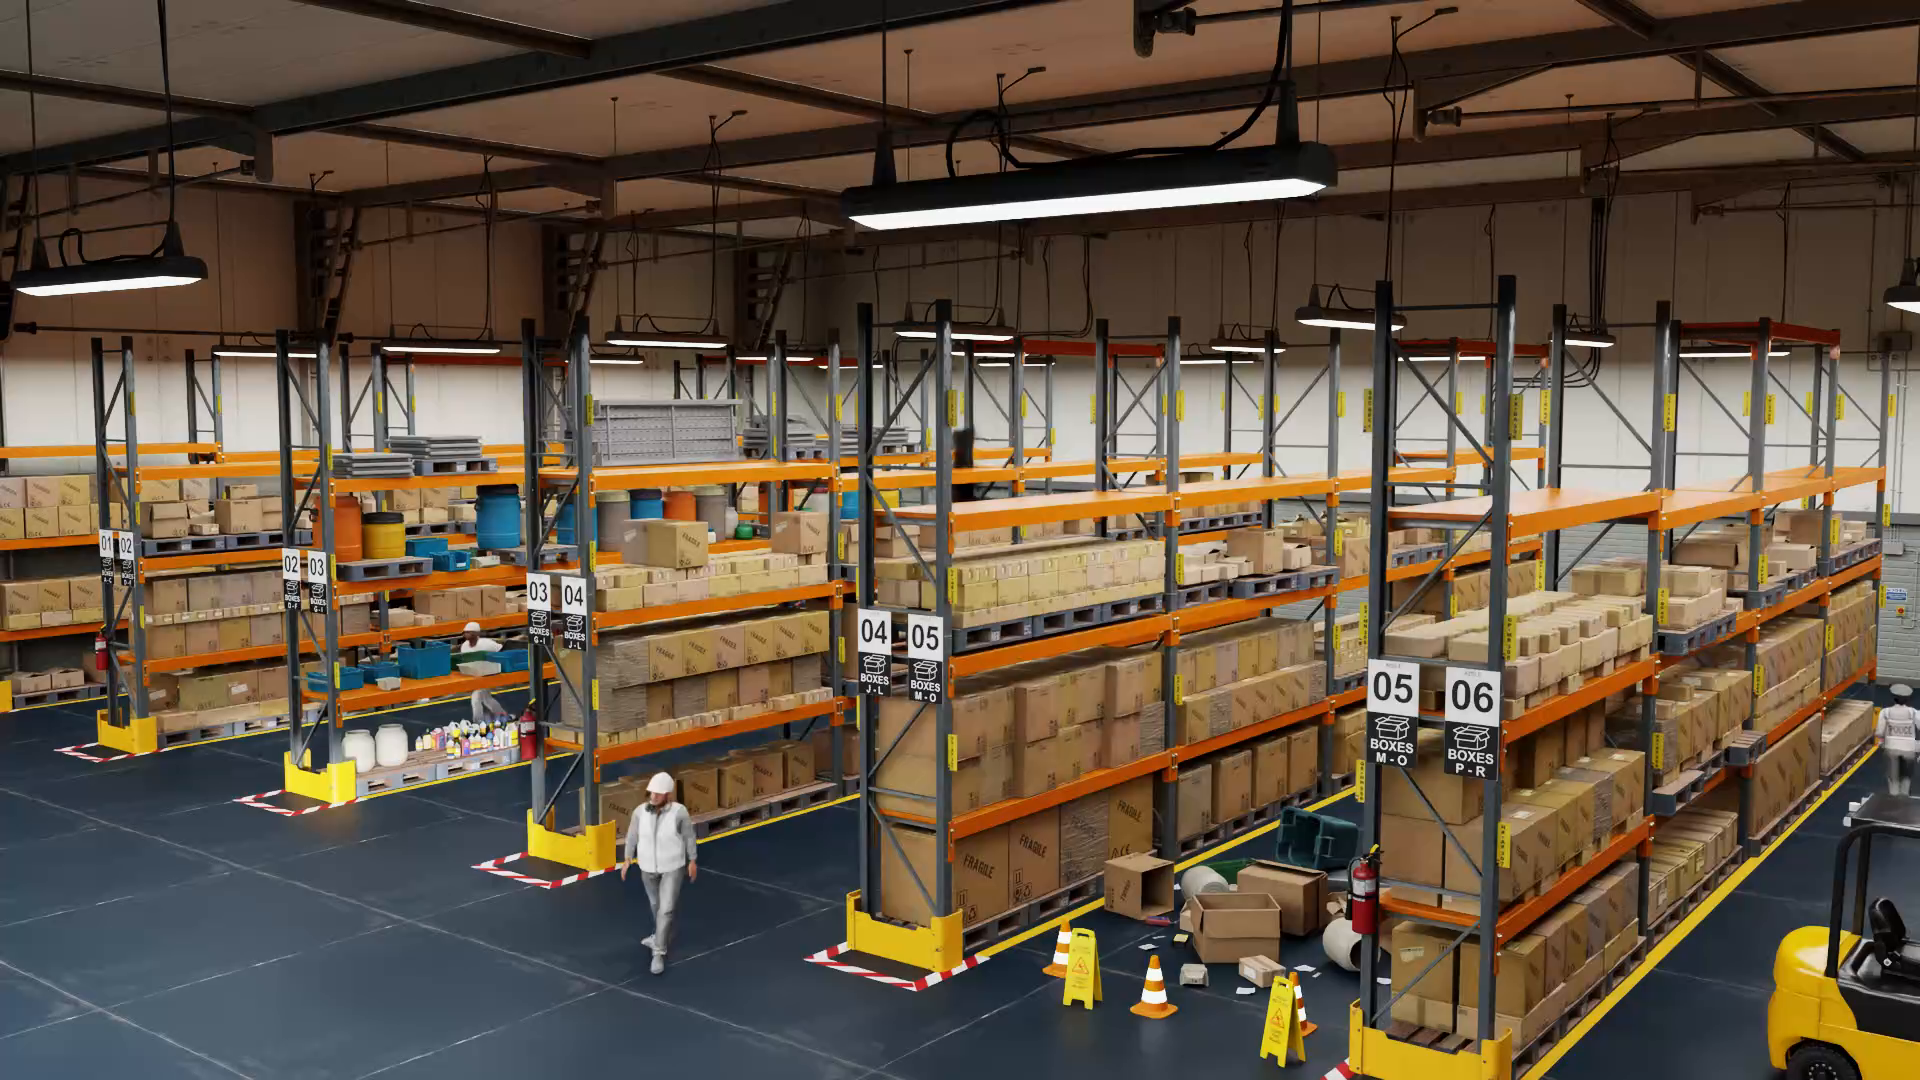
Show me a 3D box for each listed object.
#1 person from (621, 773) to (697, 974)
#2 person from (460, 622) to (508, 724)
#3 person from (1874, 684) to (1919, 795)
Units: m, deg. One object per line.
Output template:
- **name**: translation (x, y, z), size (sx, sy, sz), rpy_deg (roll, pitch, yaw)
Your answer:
- **person**: translation (-2.715, 2.947, 15.091), size (0.654, 1.733, 0.894), rpy_deg (1, 5, 6)
- **person**: translation (-7.236, 2.102, 25.203), size (0.724, 1.754, 0.974), rpy_deg (4, 6, 38)
- **person**: translation (11.348, 2.601, 20.071), size (0.559, 1.705, 0.766), rpy_deg (2, 5, 24)
